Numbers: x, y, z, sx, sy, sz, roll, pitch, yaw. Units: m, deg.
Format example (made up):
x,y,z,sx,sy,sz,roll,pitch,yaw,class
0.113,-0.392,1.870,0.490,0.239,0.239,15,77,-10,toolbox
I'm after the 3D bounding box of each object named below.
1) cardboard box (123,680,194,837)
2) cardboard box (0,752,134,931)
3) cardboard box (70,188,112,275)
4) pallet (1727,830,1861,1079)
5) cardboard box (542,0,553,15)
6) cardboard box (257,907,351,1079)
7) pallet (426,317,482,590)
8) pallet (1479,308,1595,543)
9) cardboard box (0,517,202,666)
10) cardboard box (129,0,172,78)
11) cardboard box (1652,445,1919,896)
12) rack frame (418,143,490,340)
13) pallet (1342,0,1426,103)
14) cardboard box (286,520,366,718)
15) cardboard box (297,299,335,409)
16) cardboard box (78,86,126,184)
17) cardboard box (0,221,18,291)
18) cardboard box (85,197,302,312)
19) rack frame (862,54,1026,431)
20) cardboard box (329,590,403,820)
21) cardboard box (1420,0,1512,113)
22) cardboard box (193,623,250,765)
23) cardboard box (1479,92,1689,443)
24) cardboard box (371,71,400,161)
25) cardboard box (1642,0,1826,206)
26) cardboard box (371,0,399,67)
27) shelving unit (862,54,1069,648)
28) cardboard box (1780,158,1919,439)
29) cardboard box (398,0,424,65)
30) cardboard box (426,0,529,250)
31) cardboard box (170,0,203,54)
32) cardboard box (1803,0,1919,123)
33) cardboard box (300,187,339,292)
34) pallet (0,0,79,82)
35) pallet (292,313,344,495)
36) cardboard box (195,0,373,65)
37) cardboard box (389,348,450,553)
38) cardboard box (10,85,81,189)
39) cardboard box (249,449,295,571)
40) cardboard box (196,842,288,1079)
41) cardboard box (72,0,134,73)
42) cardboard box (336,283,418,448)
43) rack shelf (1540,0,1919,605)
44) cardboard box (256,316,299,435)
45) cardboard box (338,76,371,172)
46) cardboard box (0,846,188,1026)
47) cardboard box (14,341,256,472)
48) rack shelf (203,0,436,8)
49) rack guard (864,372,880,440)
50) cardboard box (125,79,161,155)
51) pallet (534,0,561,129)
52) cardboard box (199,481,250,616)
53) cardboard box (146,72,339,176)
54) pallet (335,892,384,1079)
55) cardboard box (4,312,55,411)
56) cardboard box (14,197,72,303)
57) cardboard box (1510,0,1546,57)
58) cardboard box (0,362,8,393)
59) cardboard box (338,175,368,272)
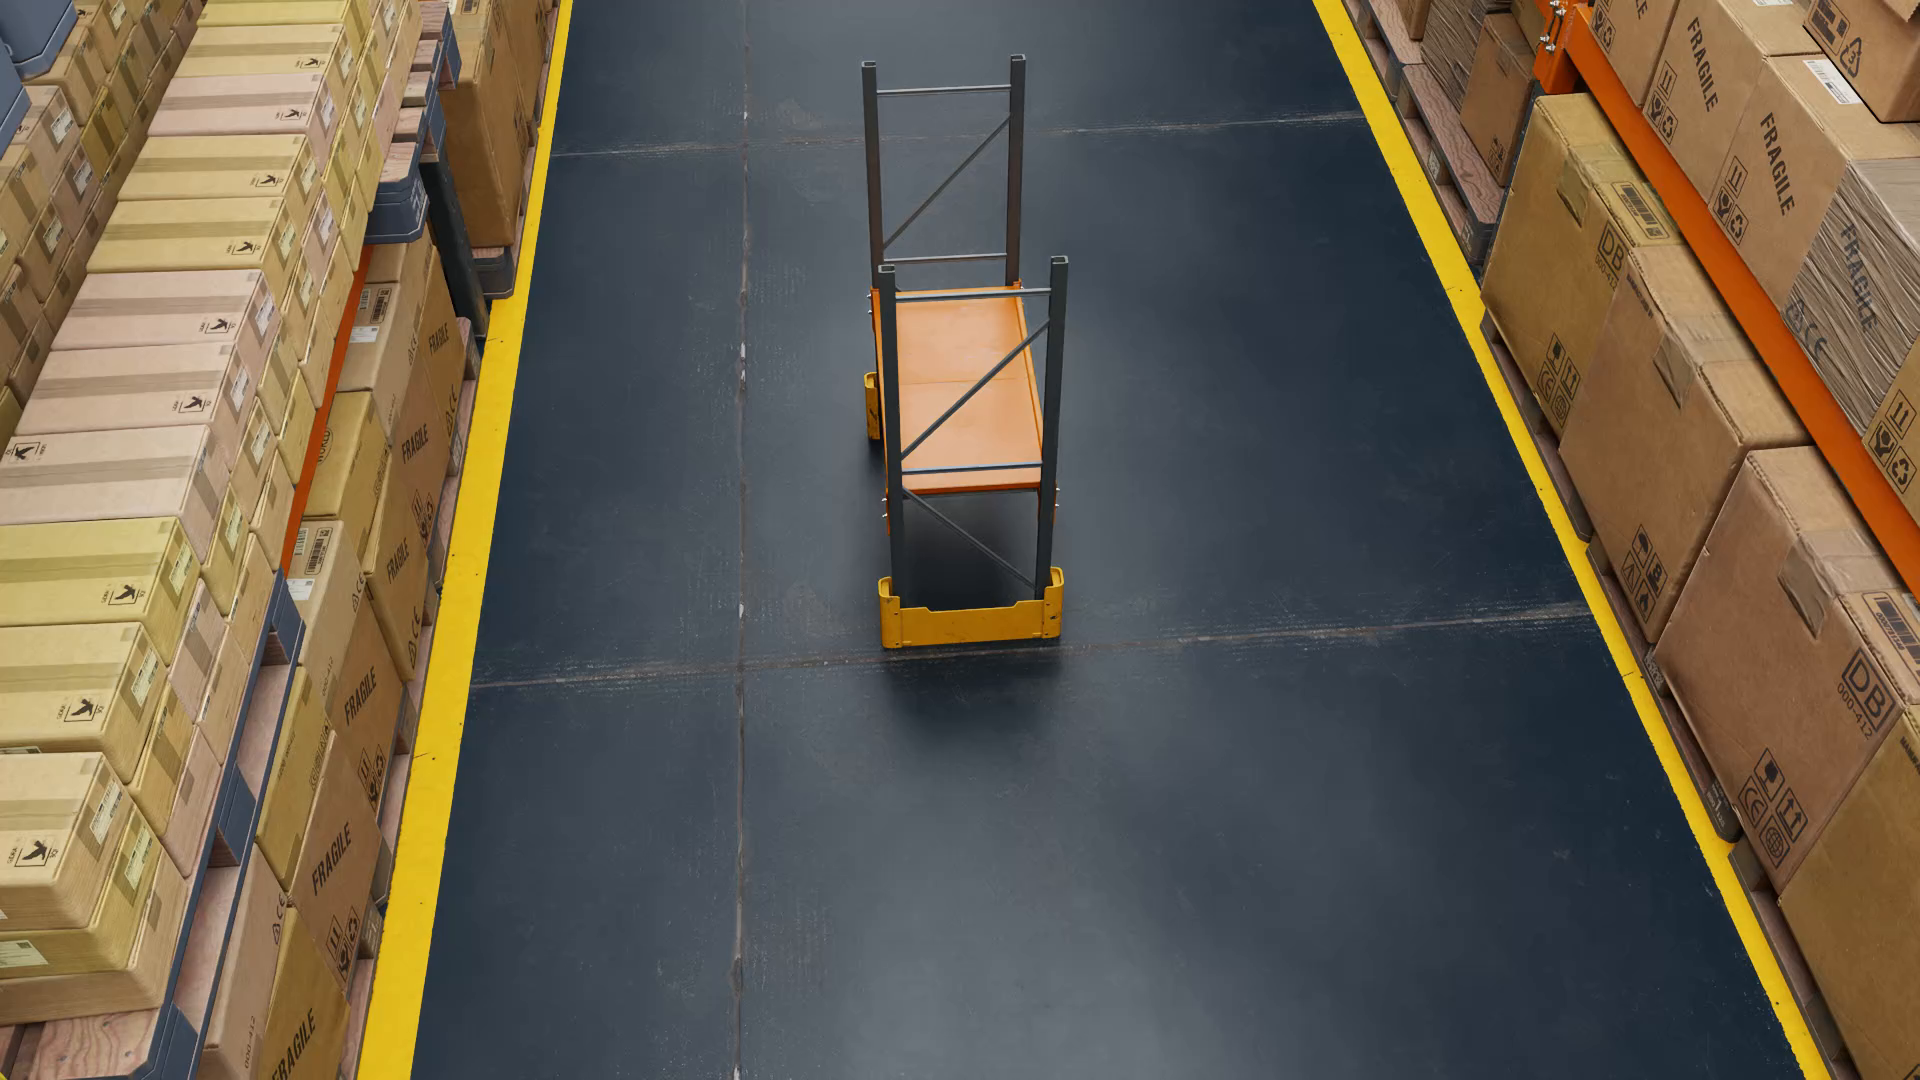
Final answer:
x,y,z,sx,sy,sz,roll,pitch,yaw,class
-1.615,0.405,2.980,0.380,0.149,0.250,-4,47,-4,cardboard box
-1.591,0.490,2.694,0.380,0.149,0.250,-1,47,-1,cardboard box
-2.421,-0.774,4.301,0.380,0.149,0.250,-2,47,-2,cardboard box
2.795,1.242,4.428,1.003,0.211,1.213,-3,47,-3,pallet
-2.468,-2.952,7.740,1.050,0.750,0.750,-3,47,-3,cardboard box
-1.814,1.230,3.952,0.500,0.500,0.500,-2,47,-2,cardboard box
-2.287,-0.304,5.893,1.003,0.211,1.213,-3,47,-3,pallet
2.591,-0.523,6.100,1.003,0.211,1.213,-3,47,-3,pallet
-1.639,0.103,3.061,0.380,0.149,0.250,-3,47,-3,cardboard box
-2.486,-1.431,4.718,0.380,0.149,0.250,-1,47,-1,cardboard box
2.785,0.315,4.560,1.225,0.875,0.875,-5,47,-5,cardboard box
-2.351,-1.829,5.416,1.000,3.000,0.127,-3,47,-3,rack frame
2.437,-2.544,8.014,1.003,0.211,1.213,-3,47,-3,pallet
-1.900,0.218,4.394,0.500,0.250,0.500,-2,47,-2,cardboard box
-1.724,-0.432,3.977,0.380,0.149,0.250,-5,47,-5,cardboard box
-2.439,-1.055,4.363,0.380,0.149,0.250,-3,47,-3,cardboard box
-2.377,-0.613,3.739,0.380,0.149,0.250,-4,47,-4,cardboard box
-1.727,-0.640,3.765,0.380,0.149,0.250,-2,47,-2,cardboard box
-0.050,-0.945,5.612,0.500,1.500,0.032,-3,47,-3,rack frame
-1.917,0.469,4.672,0.500,0.500,0.500,-3,47,-3,cardboard box
2.464,-2.233,7.217,0.700,0.500,0.500,-7,47,-7,cardboard box
-1.637,0.313,3.271,0.380,0.149,0.250,-3,47,-3,cardboard box
2.637,-0.970,5.777,1.225,0.875,0.875,-5,47,-5,cardboard box
-1.811,-1.192,4.696,0.380,0.149,0.250,-3,47,-3,cardboard box
2.415,-1.350,4.894,0.500,0.500,0.500,-5,47,-4,cardboard box
-1.832,-1.466,4.751,0.380,0.149,0.250,-2,47,-2,cardboard box
-0.006,-0.571,5.258,0.587,1.500,1.083,-3,47,-3,shelving unit
2.501,-0.618,4.200,0.500,0.500,0.500,-3,47,-3,cardboard box
-1.852,-1.558,5.043,0.380,0.149,0.250,-3,47,-3,cardboard box
-2.313,-1.645,6.503,1.050,0.750,0.750,-4,47,-4,cardboard box
-2.515,-1.551,5.036,0.380,0.149,0.250,-4,47,-4,cardboard box
2.697,-1.435,4.283,0.797,0.503,0.637,-3,47,-2,cardboard box
-1.746,-0.726,4.050,0.380,0.149,0.250,-2,47,-2,cardboard box
-2.052,-1.105,2.794,1.213,0.211,1.003,-3,47,-3,pallet
-2.145,-0.333,4.131,1.003,0.211,1.213,-3,47,-3,pallet
-1.813,-1.393,4.477,0.380,0.149,0.250,-2,47,-2,cardboard box
-1.996,-0.277,5.379,0.500,0.500,0.500,-2,47,-2,cardboard box
-2.418,-0.986,4.092,0.380,0.149,0.250,-2,47,-1,cardboard box
-1.679,-0.053,3.618,0.380,0.149,0.250,-5,47,-5,cardboard box
-1.815,0.972,3.679,0.500,0.250,0.500,-5,47,-5,cardboard box
-2.464,-1.373,4.458,0.380,0.149,0.250,-4,47,-4,cardboard box
-1.980,-0.528,5.100,0.500,0.250,0.500,-3,47,-3,cardboard box
2.767,-0.362,4.523,1.077,0.370,4.000,-3,47,-3,rack shelf
-1.706,-0.357,3.701,0.380,0.149,0.250,-4,47,-4,cardboard box
-1.787,-1.095,4.400,0.380,0.149,0.250,-3,47,-3,cardboard box
-1.591,0.695,2.910,0.380,0.149,0.250,-6,47,-5,cardboard box
-1.680,-0.263,3.407,0.380,0.149,0.250,-4,47,-4,cardboard box
-2.519,-3.028,7.047,1.077,0.370,4.000,-3,47,-3,rack shelf
-0.048,-0.501,6.053,0.587,0.250,0.087,-3,47,-3,rack guard
-2.470,-1.161,4.668,0.380,0.149,0.250,-1,47,-1,cardboard box
-2.441,-2.325,7.807,1.003,0.211,1.213,-3,47,-3,pallet
-1.659,0.030,3.335,0.380,0.149,0.250,-5,47,-5,cardboard box
-1.772,-1.025,4.129,0.380,0.149,0.250,-3,47,-3,cardboard box
-2.083,1.461,4.221,1.003,0.211,1.213,-3,47,-3,pallet
-2.382,-0.403,3.950,0.380,0.149,0.250,-5,47,-5,cardboard box
-2.402,-0.695,4.021,0.380,0.149,0.250,-4,47,-4,cardboard box
2.514,-2.089,6.565,0.500,0.250,0.500,-2,47,-2,cardboard box
-2.361,-0.324,3.670,0.380,0.149,0.250,-3,47,-3,cardboard box
-1.770,-0.817,4.341,0.380,0.149,0.250,-5,47,-5,cardboard box
